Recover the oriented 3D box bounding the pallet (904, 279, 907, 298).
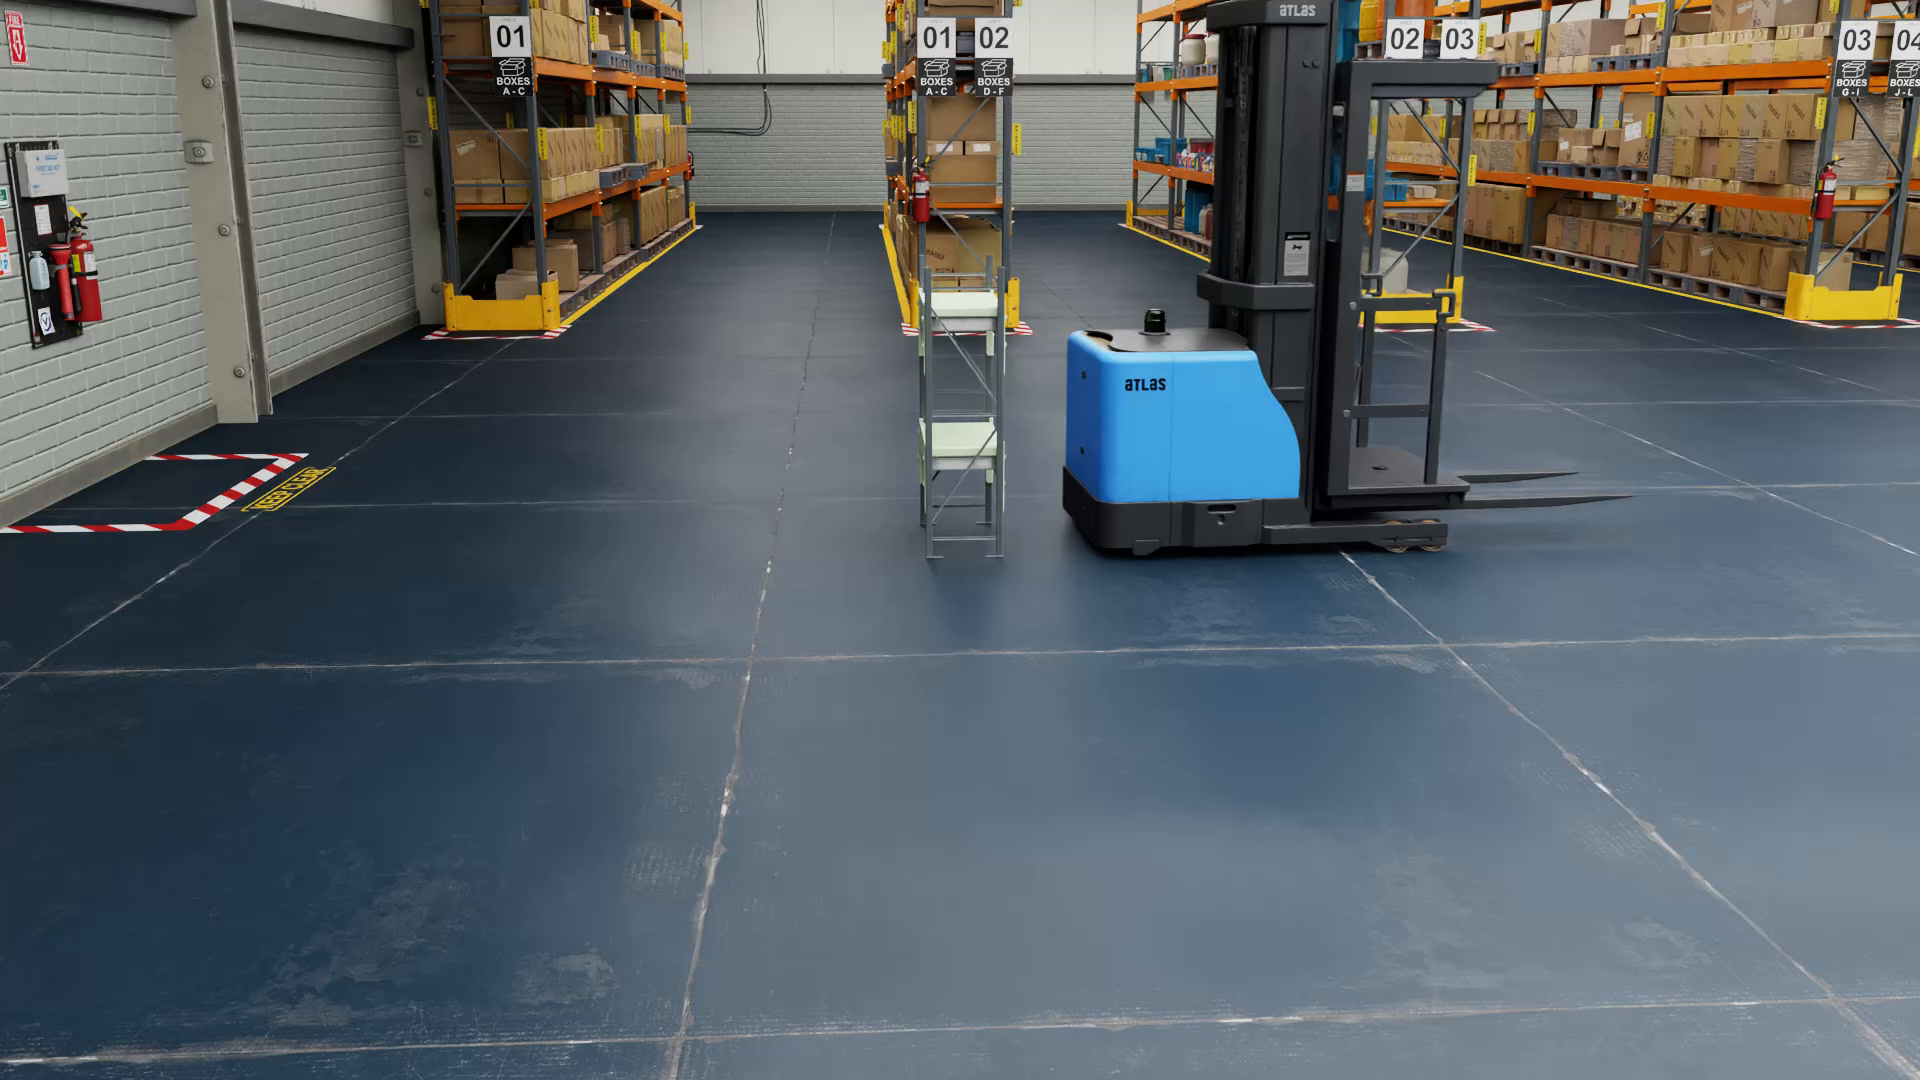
[{"bbox_3d":[-0.195,-3.232,21.163,1.003,0.211,1.213,-1,14,-3],"label":"pallet"}]

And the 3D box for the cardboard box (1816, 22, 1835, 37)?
[{"bbox_3d":[9.604,-5.575,18.156,0.380,0.149,0.250,-1,14,-3],"label":"cardboard box"}]

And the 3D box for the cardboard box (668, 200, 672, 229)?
[{"bbox_3d":[-5.586,-5.873,30.007,0.700,0.500,0.500,-1,14,-3],"label":"cardboard box"}]

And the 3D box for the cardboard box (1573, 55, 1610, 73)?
[{"bbox_3d":[9.285,-6.931,24.227,0.500,0.250,0.500,-1,14,-2],"label":"cardboard box"}]

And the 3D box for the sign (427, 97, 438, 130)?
[{"bbox_3d":[-5.454,-4.419,17.222,0.100,0.325,0.005,-1,14,-3],"label":"sign"}]

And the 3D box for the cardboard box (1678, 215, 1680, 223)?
[{"bbox_3d":[13.873,-6.087,31.541,0.380,0.149,0.250,-1,14,-5],"label":"cardboard box"}]

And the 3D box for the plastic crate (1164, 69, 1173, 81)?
[{"bbox_3d":[3.918,-8.296,29.657,0.450,0.188,0.662,-1,14,-3],"label":"plastic crate"}]

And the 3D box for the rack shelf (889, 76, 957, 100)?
[{"bbox_3d":[-0.574,-7.377,27.102,1.077,0.370,4.000,-1,14,-3],"label":"rack shelf"}]

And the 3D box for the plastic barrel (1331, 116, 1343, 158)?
[{"bbox_3d":[5.020,-5.200,22.210,0.600,0.901,0.708,-1,14,-3],"label":"plastic barrel"}]

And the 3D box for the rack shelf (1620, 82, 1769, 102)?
[{"bbox_3d":[14.022,-8.575,31.759,1.077,0.370,4.000,-1,14,-3],"label":"rack shelf"}]

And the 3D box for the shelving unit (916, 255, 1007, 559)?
[{"bbox_3d":[0.000,-0.725,8.833,0.431,1.500,0.755,-1,14,-3],"label":"shelving unit"}]

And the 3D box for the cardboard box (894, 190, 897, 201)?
[{"bbox_3d":[-0.850,-5.763,28.034,0.500,0.250,0.500,-1,14,-3],"label":"cardboard box"}]

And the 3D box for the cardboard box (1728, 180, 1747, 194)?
[{"bbox_3d":[9.511,-4.255,20.049,0.380,0.149,0.250,-1,14,-3],"label":"cardboard box"}]

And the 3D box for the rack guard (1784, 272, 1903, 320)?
[{"bbox_3d":[9.928,-2.746,18.696,1.175,0.500,0.348,-1,14,-3],"label":"rack guard"}]

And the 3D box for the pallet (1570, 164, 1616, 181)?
[{"bbox_3d":[9.601,-5.343,24.157,1.003,0.211,1.213,-1,14,-3],"label":"pallet"}]

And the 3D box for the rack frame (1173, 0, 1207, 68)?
[{"bbox_3d":[4.246,-9.751,28.866,1.000,3.000,0.127,-1,14,-3],"label":"rack frame"}]

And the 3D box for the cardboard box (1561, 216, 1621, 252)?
[{"bbox_3d":[9.546,-4.626,25.119,0.700,0.500,0.500,-2,15,-8],"label":"cardboard box"}]

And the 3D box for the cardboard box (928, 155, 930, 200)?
[{"bbox_3d":[-0.008,-4.081,18.667,0.700,0.500,0.500,-1,14,-2],"label":"cardboard box"}]

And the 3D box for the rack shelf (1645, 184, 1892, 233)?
[{"bbox_3d":[9.809,-4.087,20.334,1.077,0.370,4.000,-1,14,-3],"label":"rack shelf"}]

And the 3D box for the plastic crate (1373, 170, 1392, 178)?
[{"bbox_3d":[5.081,-4.513,20.846,0.499,0.251,0.616,-1,14,-3],"label":"plastic crate"}]

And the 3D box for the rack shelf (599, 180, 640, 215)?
[{"bbox_3d":[-5.270,-4.852,23.309,1.077,0.370,4.000,-1,14,-3],"label":"rack shelf"}]

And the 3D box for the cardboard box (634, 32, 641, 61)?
[{"bbox_3d":[-5.598,-8.049,27.186,0.700,0.500,0.500,-1,14,-4],"label":"cardboard box"}]

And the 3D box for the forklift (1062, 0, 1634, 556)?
[{"bbox_3d":[2.142,-1.481,8.899,3.031,2.935,1.130,-2,15,-7],"label":"forklift"}]

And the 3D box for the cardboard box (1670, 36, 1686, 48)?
[{"bbox_3d":[9.397,-6.420,21.440,0.380,0.149,0.250,-1,14,-5],"label":"cardboard box"}]

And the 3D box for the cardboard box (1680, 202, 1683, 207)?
[{"bbox_3d":[13.848,-6.359,31.408,0.380,0.149,0.250,0,14,-2],"label":"cardboard box"}]

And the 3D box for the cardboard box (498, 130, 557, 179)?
[{"bbox_3d":[-4.628,-4.132,17.822,0.500,0.500,0.500,-1,14,-3],"label":"cardboard box"}]

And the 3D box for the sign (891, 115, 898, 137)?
[{"bbox_3d":[-0.991,-6.287,25.277,0.100,0.325,0.005,-1,14,-3],"label":"sign"}]

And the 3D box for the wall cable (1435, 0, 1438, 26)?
[{"bbox_3d":[12.031,-13.840,38.301,2.277,5.999,0.120,-1,14,-3],"label":"wall cable"}]

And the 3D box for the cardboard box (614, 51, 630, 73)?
[{"bbox_3d":[-5.080,-6.942,24.108,0.500,0.311,0.500,-1,14,-3],"label":"cardboard box"}]

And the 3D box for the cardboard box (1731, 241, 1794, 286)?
[{"bbox_3d":[9.820,-3.390,20.357,0.500,0.500,0.500,0,14,2],"label":"cardboard box"}]

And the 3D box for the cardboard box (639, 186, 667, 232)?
[{"bbox_3d":[-5.472,-5.695,28.614,0.750,0.750,0.750,-1,14,-3],"label":"cardboard box"}]

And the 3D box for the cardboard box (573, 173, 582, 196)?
[{"bbox_3d":[-4.713,-4.153,19.409,0.500,0.250,0.500,-1,14,-3],"label":"cardboard box"}]

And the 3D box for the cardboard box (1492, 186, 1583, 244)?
[{"bbox_3d":[9.415,-5.274,26.925,1.225,0.875,0.875,-2,15,-6],"label":"cardboard box"}]

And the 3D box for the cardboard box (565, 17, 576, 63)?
[{"bbox_3d":[-4.778,-5.829,19.401,0.500,0.500,0.500,-1,15,-6],"label":"cardboard box"}]

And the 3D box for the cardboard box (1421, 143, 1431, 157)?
[{"bbox_3d":[8.865,-7.228,30.803,0.500,0.250,0.500,0,14,-2],"label":"cardboard box"}]

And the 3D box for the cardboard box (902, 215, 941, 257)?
[{"bbox_3d":[-0.486,-3.895,21.317,0.500,0.500,0.500,-1,14,-3],"label":"cardboard box"}]

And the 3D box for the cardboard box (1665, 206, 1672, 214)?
[{"bbox_3d":[13.796,-6.341,31.934,0.380,0.149,0.250,-2,15,-6],"label":"cardboard box"}]

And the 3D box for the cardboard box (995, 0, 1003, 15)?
[{"bbox_3d":[0.215,-5.975,18.886,0.500,0.500,0.500,-1,14,-3],"label":"cardboard box"}]

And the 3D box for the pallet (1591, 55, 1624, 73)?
[{"bbox_3d":[9.686,-6.707,23.433,1.213,0.211,1.003,-1,14,-3],"label":"pallet"}]

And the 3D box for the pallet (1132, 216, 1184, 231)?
[{"bbox_3d":[4.010,-6.284,33.028,1.003,0.211,1.213,-1,14,-3],"label":"pallet"}]

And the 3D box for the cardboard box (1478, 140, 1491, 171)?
[{"bbox_3d":[9.068,-6.474,27.970,0.500,0.500,0.500,-1,14,-2],"label":"cardboard box"}]

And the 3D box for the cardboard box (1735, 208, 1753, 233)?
[{"bbox_3d":[13.961,-5.647,29.128,0.500,0.500,0.500,0,14,-1],"label":"cardboard box"}]

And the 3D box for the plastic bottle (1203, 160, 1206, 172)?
[{"bbox_3d":[4.003,-6.080,27.037,0.097,0.201,0.097,0,14,0],"label":"plastic bottle"}]

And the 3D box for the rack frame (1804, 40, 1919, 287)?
[{"bbox_3d":[9.933,-3.938,18.311,1.000,3.000,0.127,-1,14,-3],"label":"rack frame"}]

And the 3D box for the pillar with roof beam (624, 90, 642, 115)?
[{"bbox_3d":[-2.624,-11.318,34.954,9.100,9.000,0.400,-1,14,-3],"label":"pillar with roof beam"}]

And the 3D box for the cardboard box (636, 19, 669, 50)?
[{"bbox_3d":[-5.406,-8.869,29.211,0.500,0.500,0.500,-1,14,-4],"label":"cardboard box"}]

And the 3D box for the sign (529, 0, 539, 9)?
[{"bbox_3d":[-4.357,-5.593,16.970,0.100,0.325,0.005,-1,14,-3],"label":"sign"}]

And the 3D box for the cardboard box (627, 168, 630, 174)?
[{"bbox_3d":[-5.184,-5.671,25.513,0.380,0.149,0.250,-1,14,-4],"label":"cardboard box"}]

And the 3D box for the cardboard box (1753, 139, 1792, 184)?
[{"bbox_3d":[9.775,-4.390,19.271,0.875,0.500,0.500,-1,14,-3],"label":"cardboard box"}]

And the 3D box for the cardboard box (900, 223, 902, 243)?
[{"bbox_3d":[-0.581,-4.274,23.167,0.500,0.311,0.500,-1,14,-4],"label":"cardboard box"}]

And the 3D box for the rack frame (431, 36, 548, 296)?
[{"bbox_3d":[-4.899,-3.708,17.420,1.000,3.000,0.127,-1,14,-3],"label":"rack frame"}]

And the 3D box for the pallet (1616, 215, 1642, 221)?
[{"bbox_3d":[13.918,-6.396,33.463,1.003,0.211,1.213,-1,14,-3],"label":"pallet"}]

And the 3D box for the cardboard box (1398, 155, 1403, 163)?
[{"bbox_3d":[8.716,-7.382,32.202,0.380,0.149,0.250,-1,14,-4],"label":"cardboard box"}]

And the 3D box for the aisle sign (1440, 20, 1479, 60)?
[{"bbox_3d":[5.286,-5.107,17.638,0.394,0.787,0.004,-1,14,-3],"label":"aisle sign"}]
